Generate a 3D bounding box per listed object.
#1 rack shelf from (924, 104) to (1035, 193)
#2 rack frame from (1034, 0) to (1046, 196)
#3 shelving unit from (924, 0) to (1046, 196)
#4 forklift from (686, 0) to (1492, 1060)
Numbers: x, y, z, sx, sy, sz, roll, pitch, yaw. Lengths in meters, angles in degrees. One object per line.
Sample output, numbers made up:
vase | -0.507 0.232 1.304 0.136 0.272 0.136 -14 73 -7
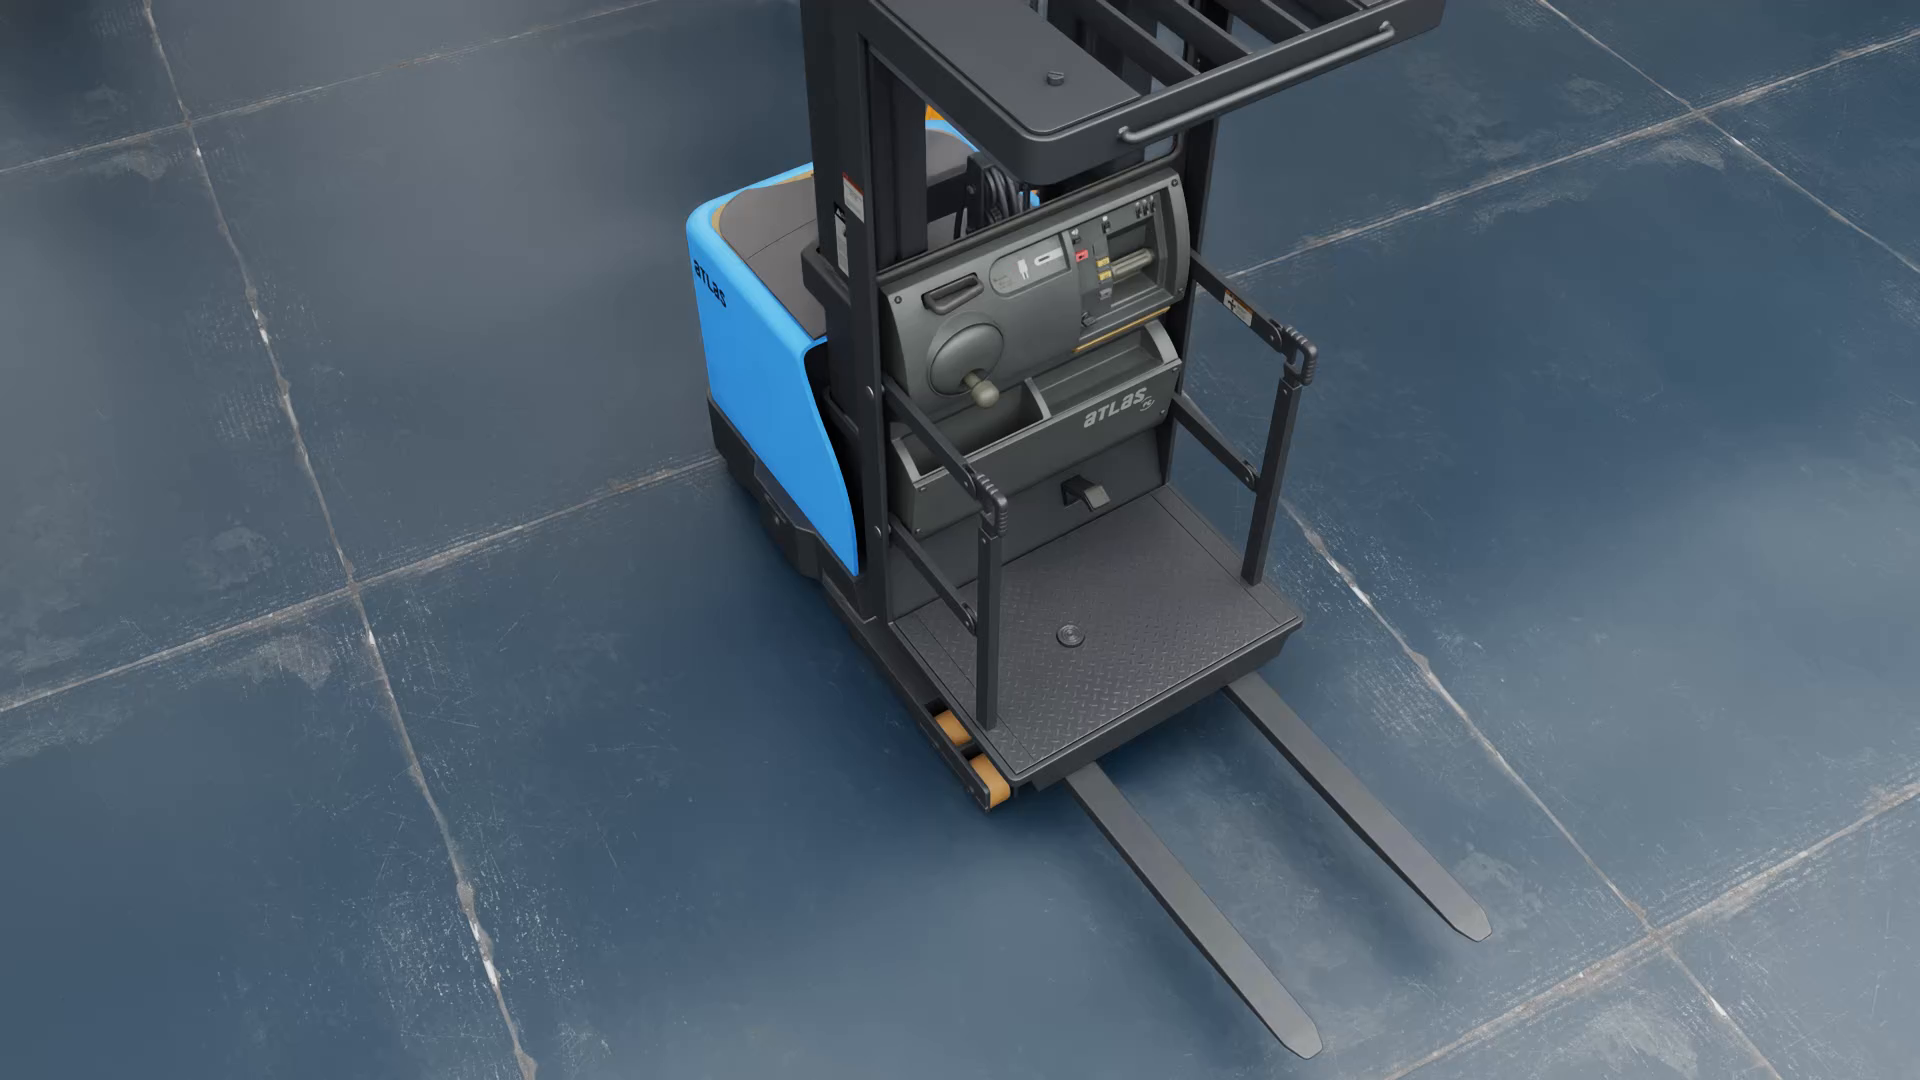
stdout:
rack shelf | 0.112 -1.518 6.320 0.538 0.185 1.000 5 49 4
rack frame | 0.057 -1.256 5.852 0.500 1.500 0.032 5 49 4
shelving unit | 0.113 -1.643 6.191 0.587 1.500 1.083 5 49 4
forklift | 0.344 -0.569 4.301 1.130 2.935 3.031 -26 54 -21
